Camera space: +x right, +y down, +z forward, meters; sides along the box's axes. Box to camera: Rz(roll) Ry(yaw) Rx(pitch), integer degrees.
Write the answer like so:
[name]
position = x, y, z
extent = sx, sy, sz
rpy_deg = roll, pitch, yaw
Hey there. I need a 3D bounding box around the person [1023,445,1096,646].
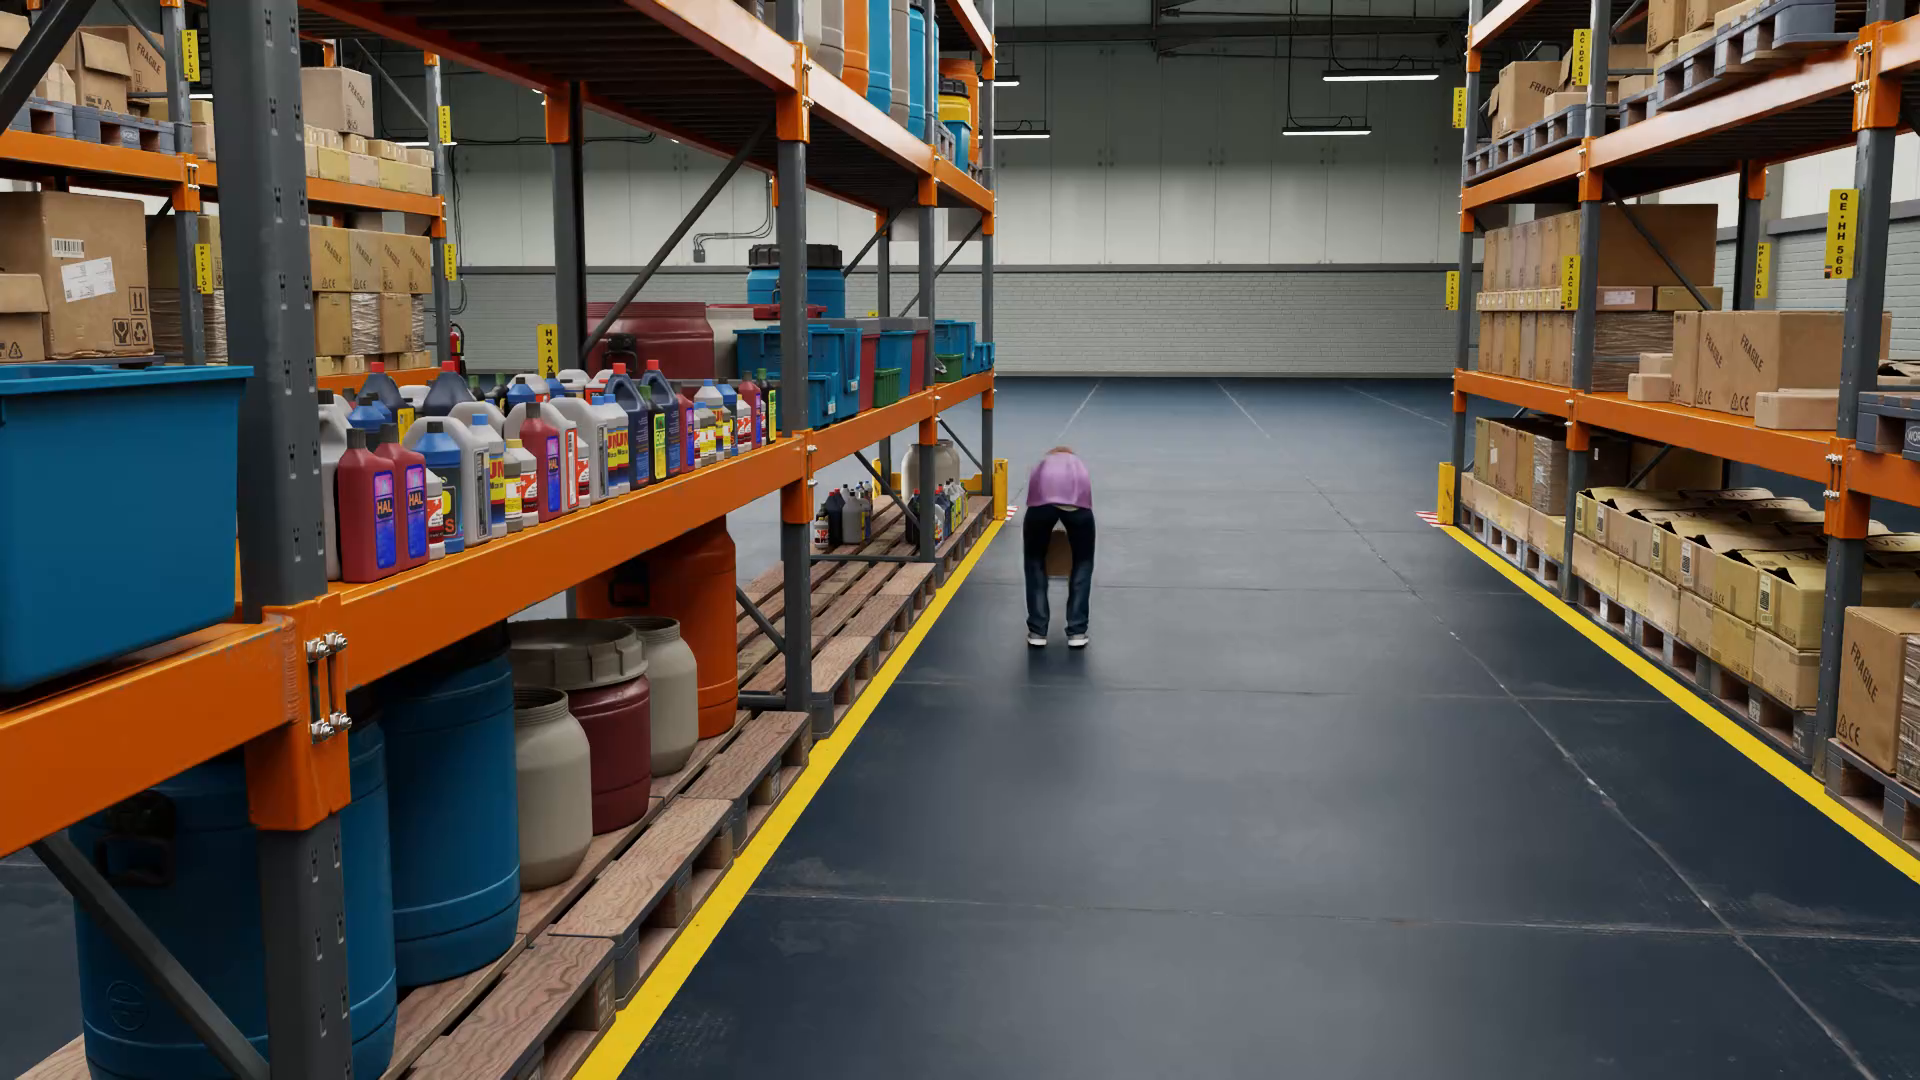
[person]
position = 0.552, 0.034, 9.193
extent = 0.390, 1.029, 0.864
rpy_deg = 1, 8, 4
